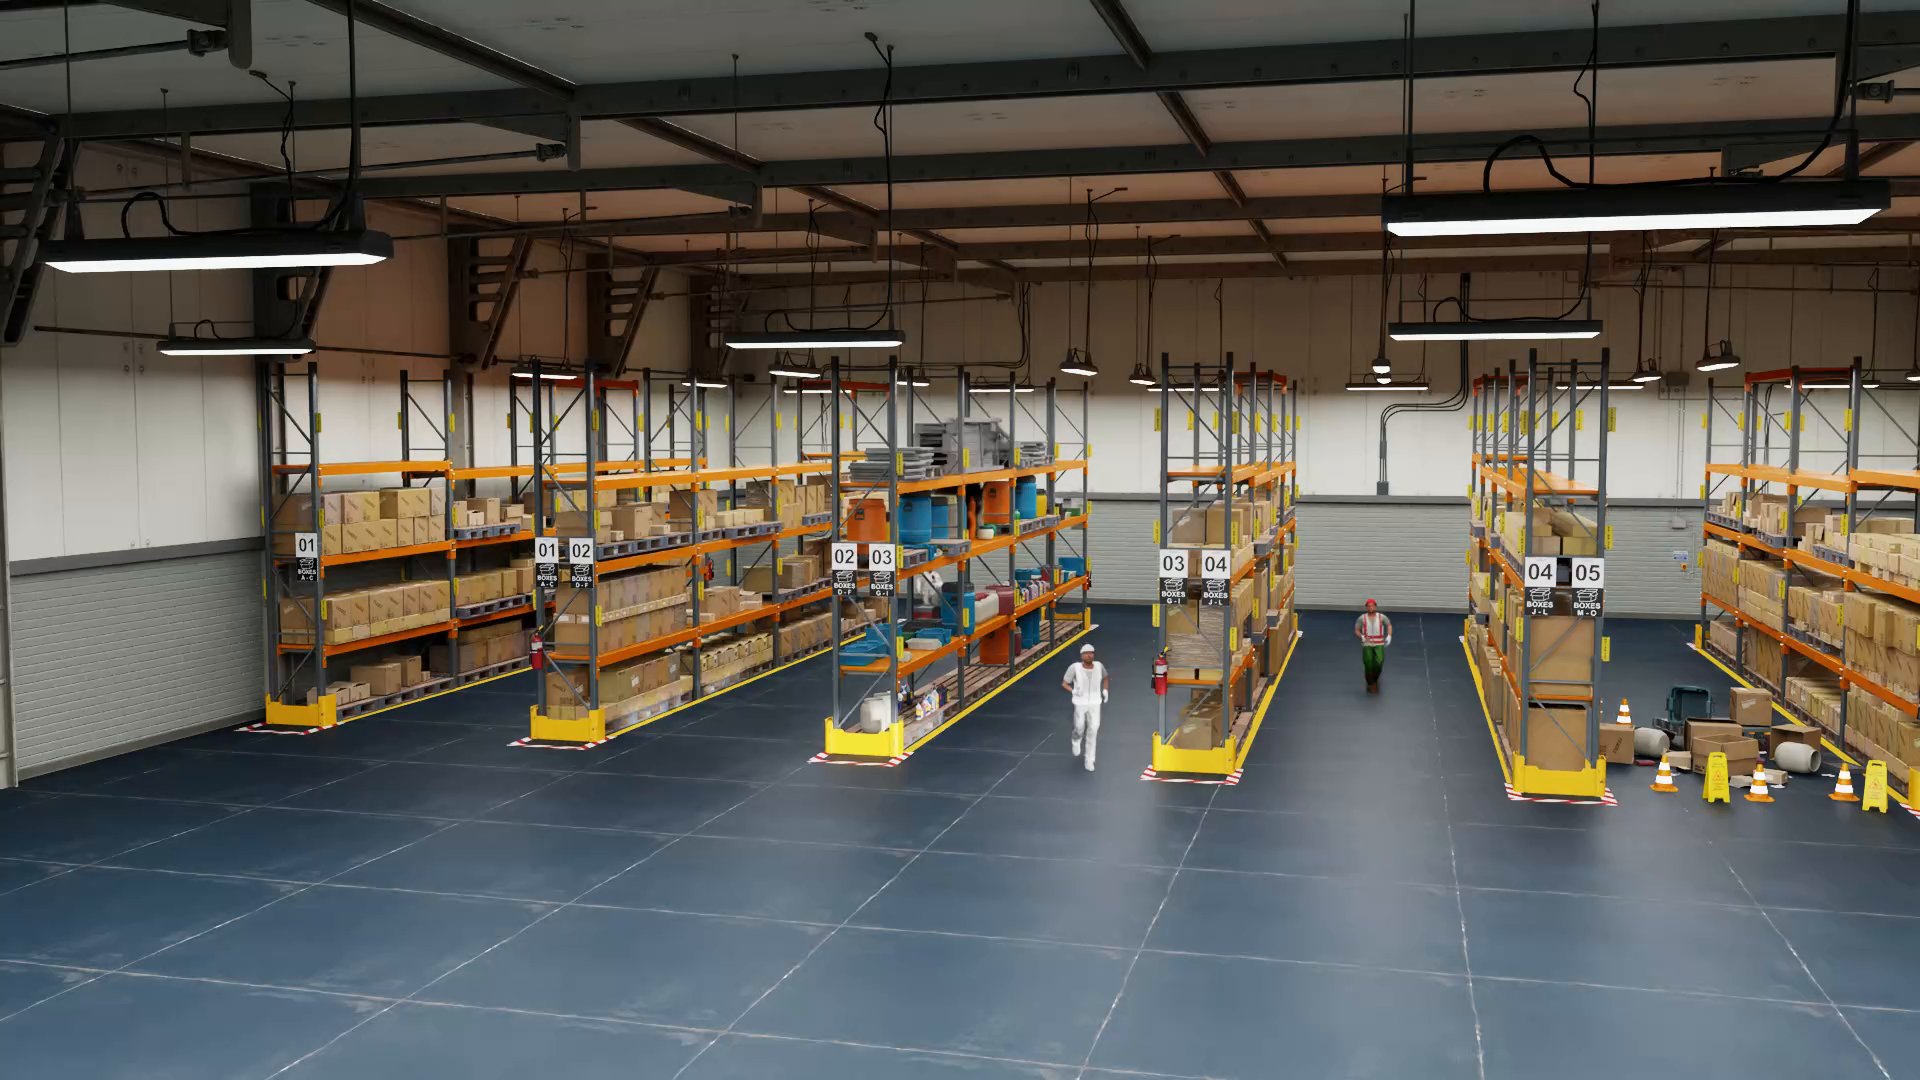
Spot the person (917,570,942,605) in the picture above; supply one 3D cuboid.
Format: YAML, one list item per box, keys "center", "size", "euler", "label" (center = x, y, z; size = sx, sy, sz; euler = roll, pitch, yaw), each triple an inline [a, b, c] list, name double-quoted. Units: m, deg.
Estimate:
- center: [-0.725, 1.350, 39.997]
  size: [0.629, 1.735, 0.874]
  euler: [0, 4, 5]
  label: "person"

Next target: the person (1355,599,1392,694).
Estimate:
- center: [7.632, 1.962, 30.719]
  size: [0.673, 1.751, 0.656]
  euler: [1, 4, 13]
  label: "person"

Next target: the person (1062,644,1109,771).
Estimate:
- center: [1.853, 2.405, 24.243]
  size: [0.727, 1.775, 0.967]
  euler: [-1, 4, -8]
  label: "person"
